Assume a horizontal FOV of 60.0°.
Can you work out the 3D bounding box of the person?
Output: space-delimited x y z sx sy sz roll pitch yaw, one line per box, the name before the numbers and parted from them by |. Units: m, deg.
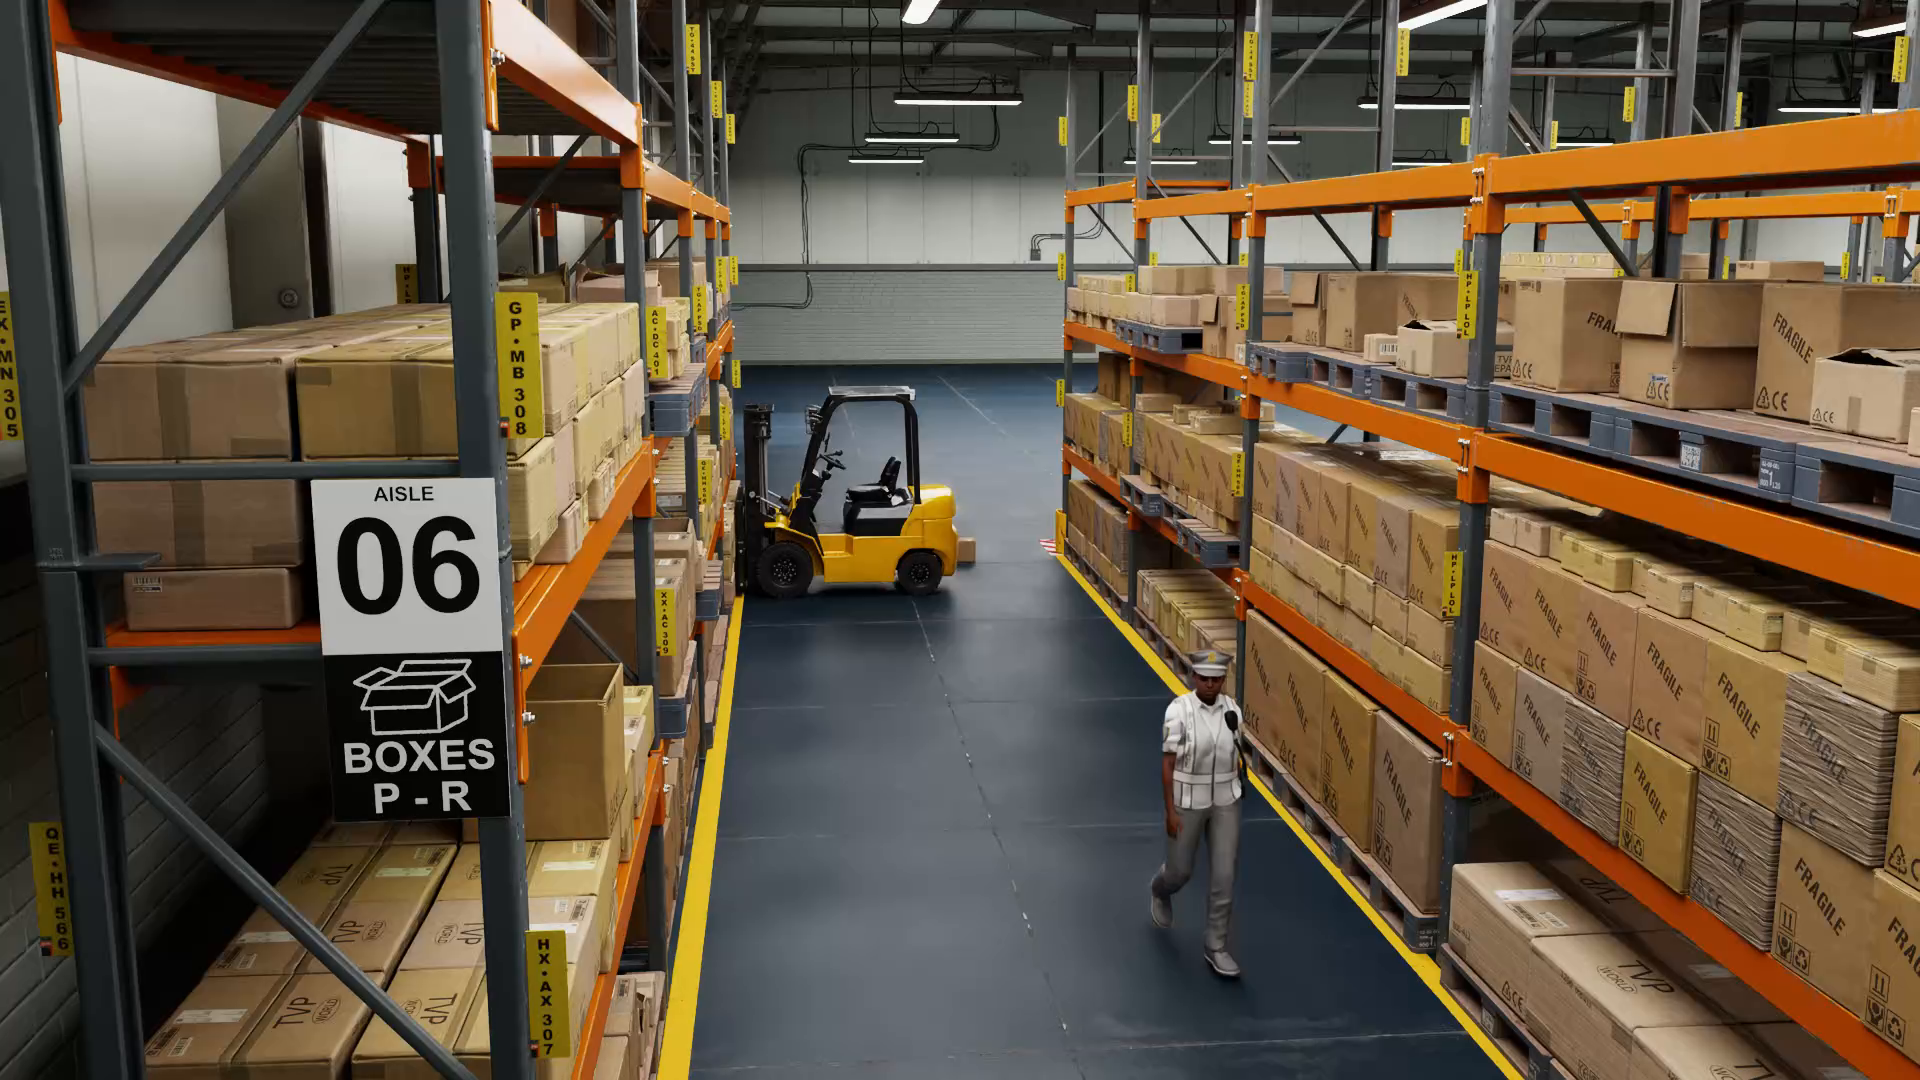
person | 1.252 1.354 8.663 0.450 1.661 0.749 -2 10 -8
